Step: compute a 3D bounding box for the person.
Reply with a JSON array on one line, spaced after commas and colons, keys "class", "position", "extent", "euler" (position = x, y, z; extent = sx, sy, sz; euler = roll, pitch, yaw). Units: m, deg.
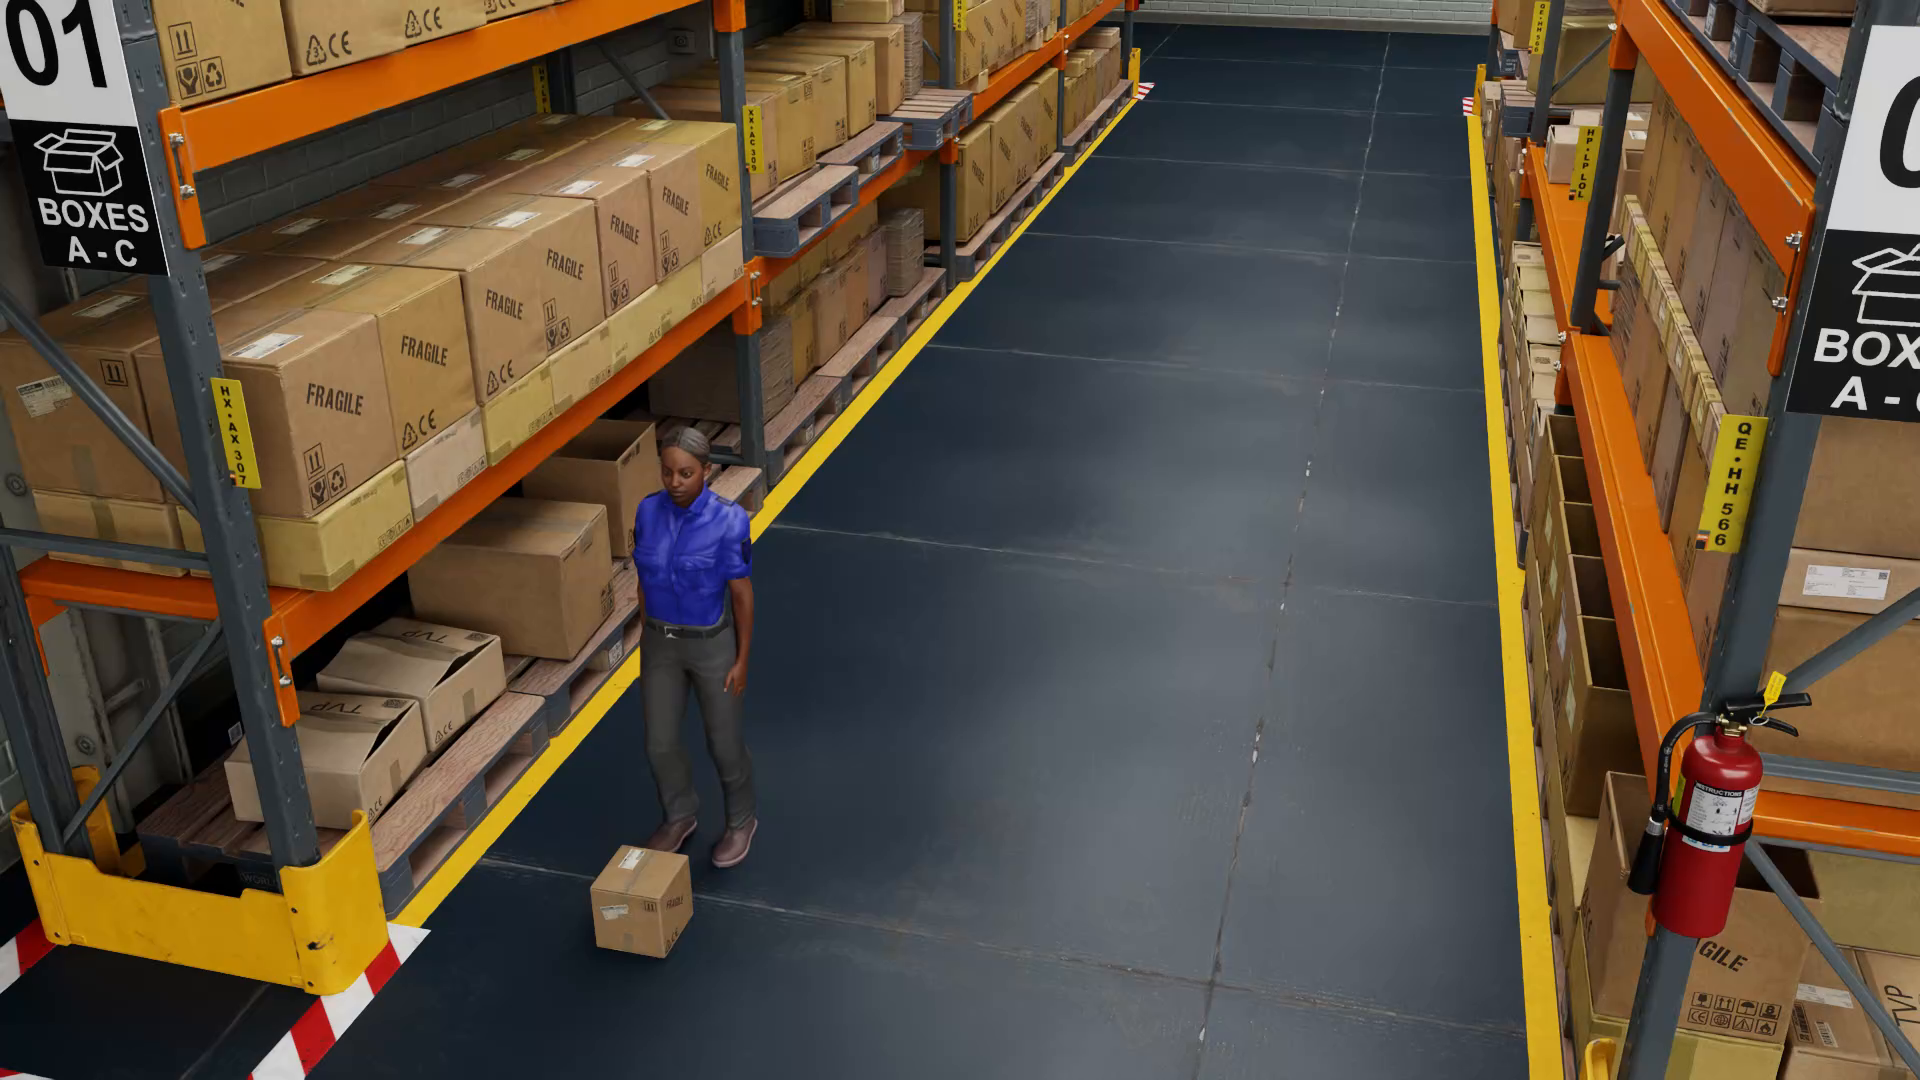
[{"class": "person", "position": [-0.927, 0.391, 5.806], "extent": [0.437, 1.651, 0.355], "euler": [7, 26, 14]}]
